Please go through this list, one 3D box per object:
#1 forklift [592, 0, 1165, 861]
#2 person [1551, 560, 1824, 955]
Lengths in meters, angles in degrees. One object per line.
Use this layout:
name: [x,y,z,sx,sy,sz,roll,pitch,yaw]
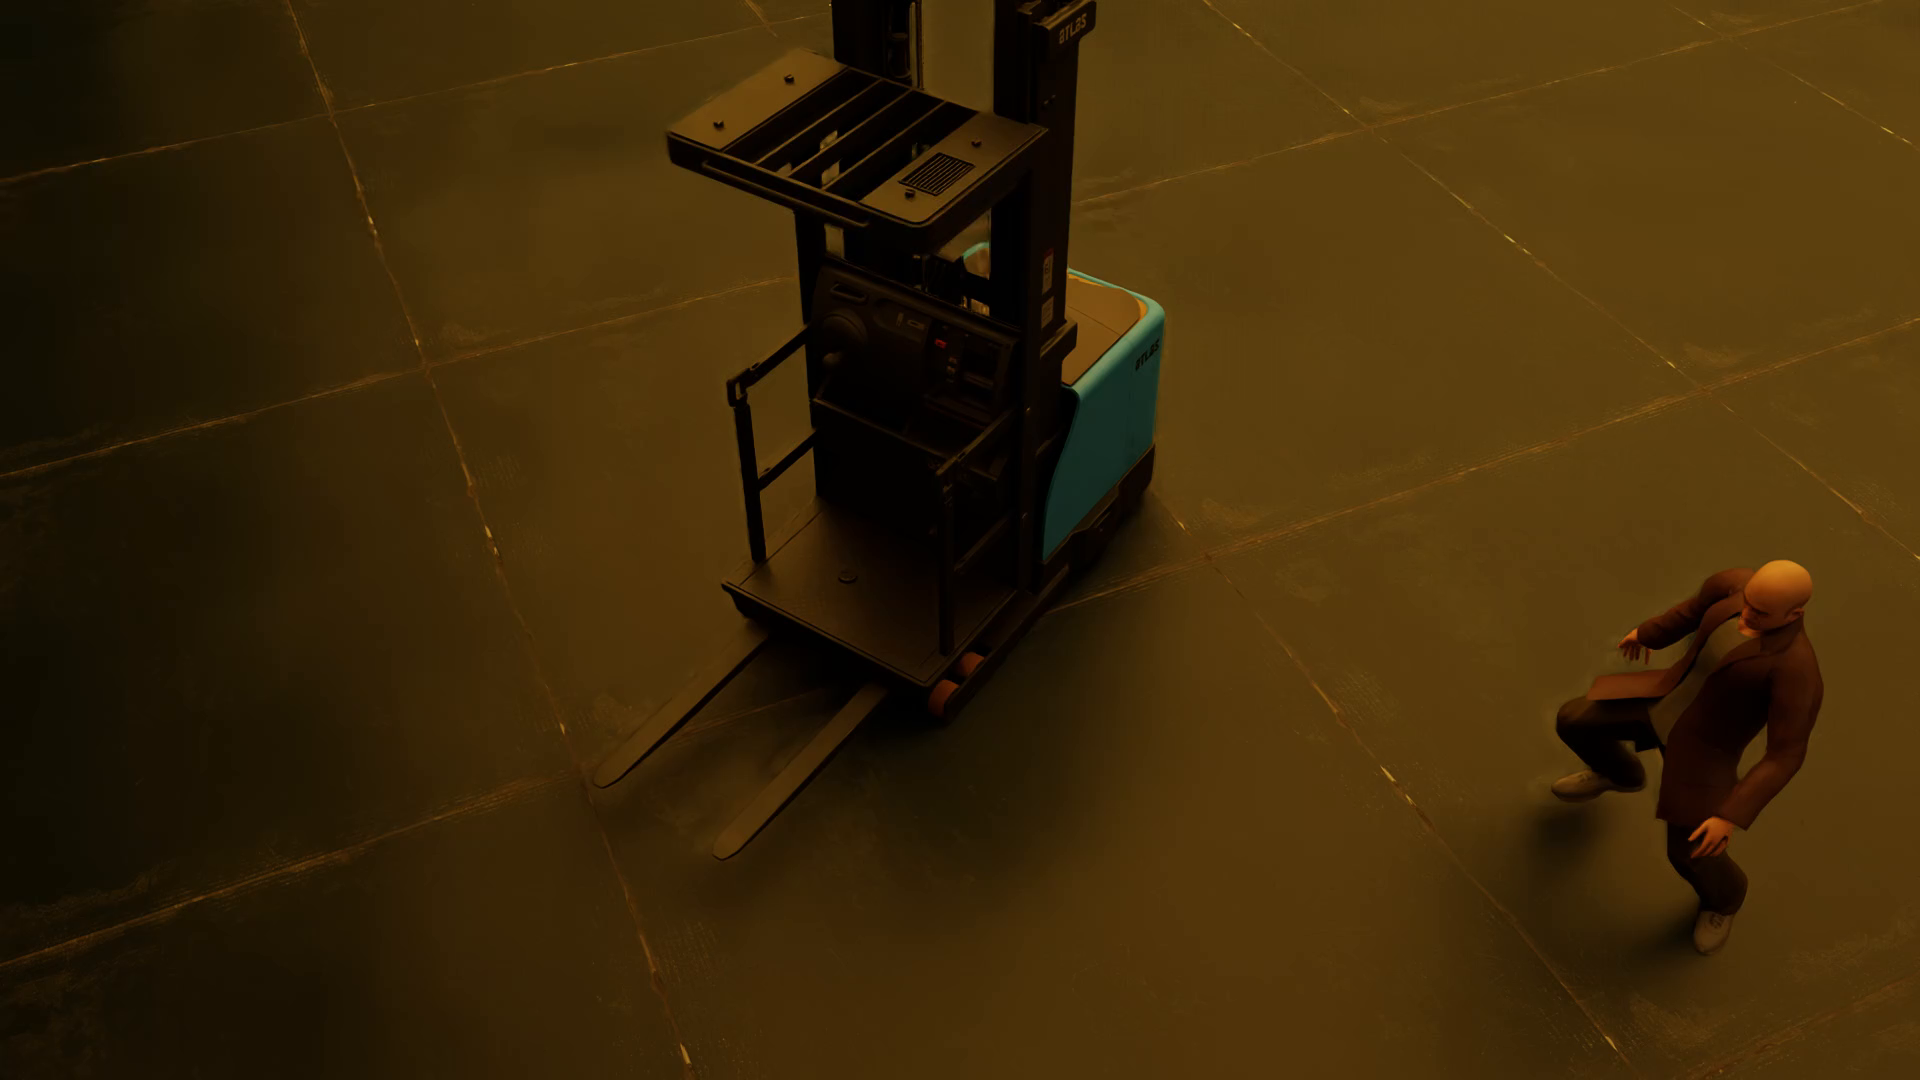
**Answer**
forklift: [-0.315,-0.691,6.420,1.130,2.935,3.031,25,48,24]
person: [2.633,0.667,5.927,0.666,1.656,0.987,-5,43,-5]
